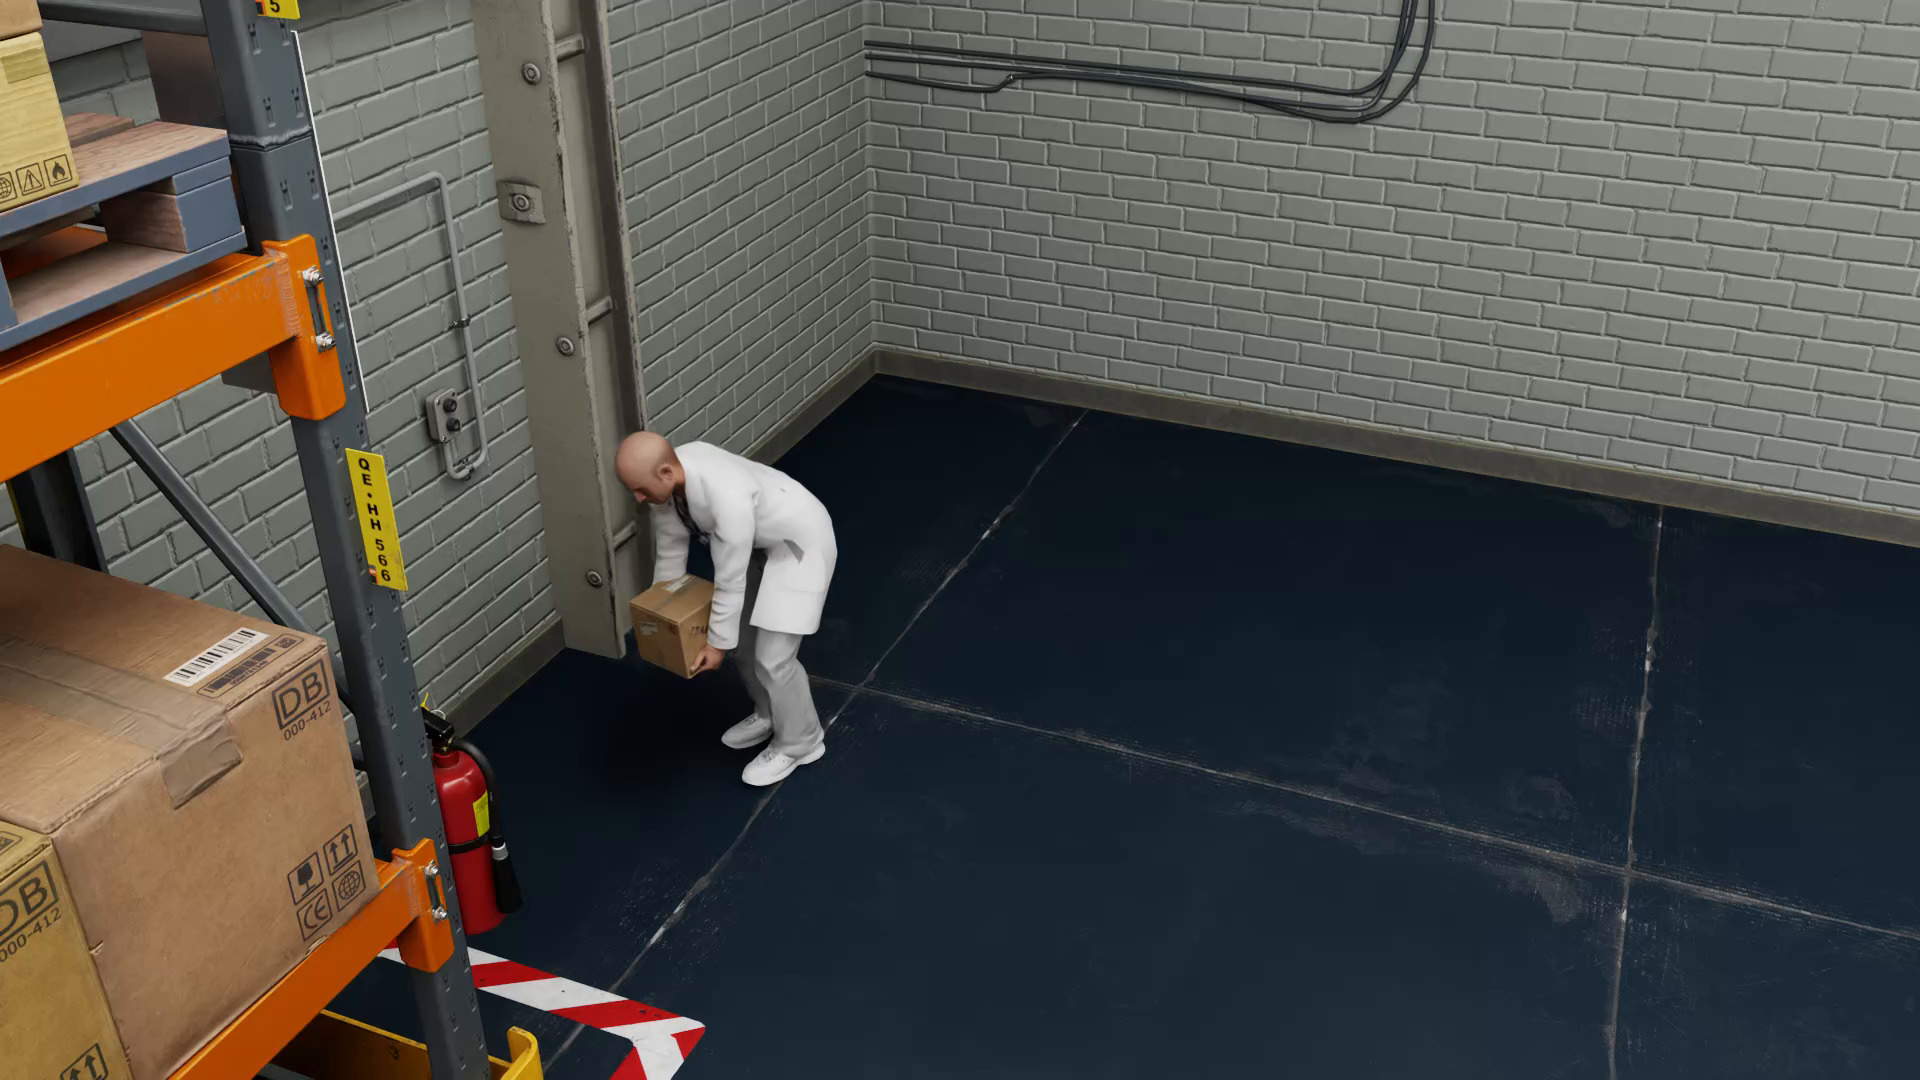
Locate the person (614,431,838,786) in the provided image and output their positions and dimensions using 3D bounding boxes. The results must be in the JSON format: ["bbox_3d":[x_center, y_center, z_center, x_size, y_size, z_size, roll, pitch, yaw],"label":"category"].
[{"bbox_3d":[-0.837,0.204,6.059,0.806,1.508,0.524,-20,35,-31],"label":"person"}]
